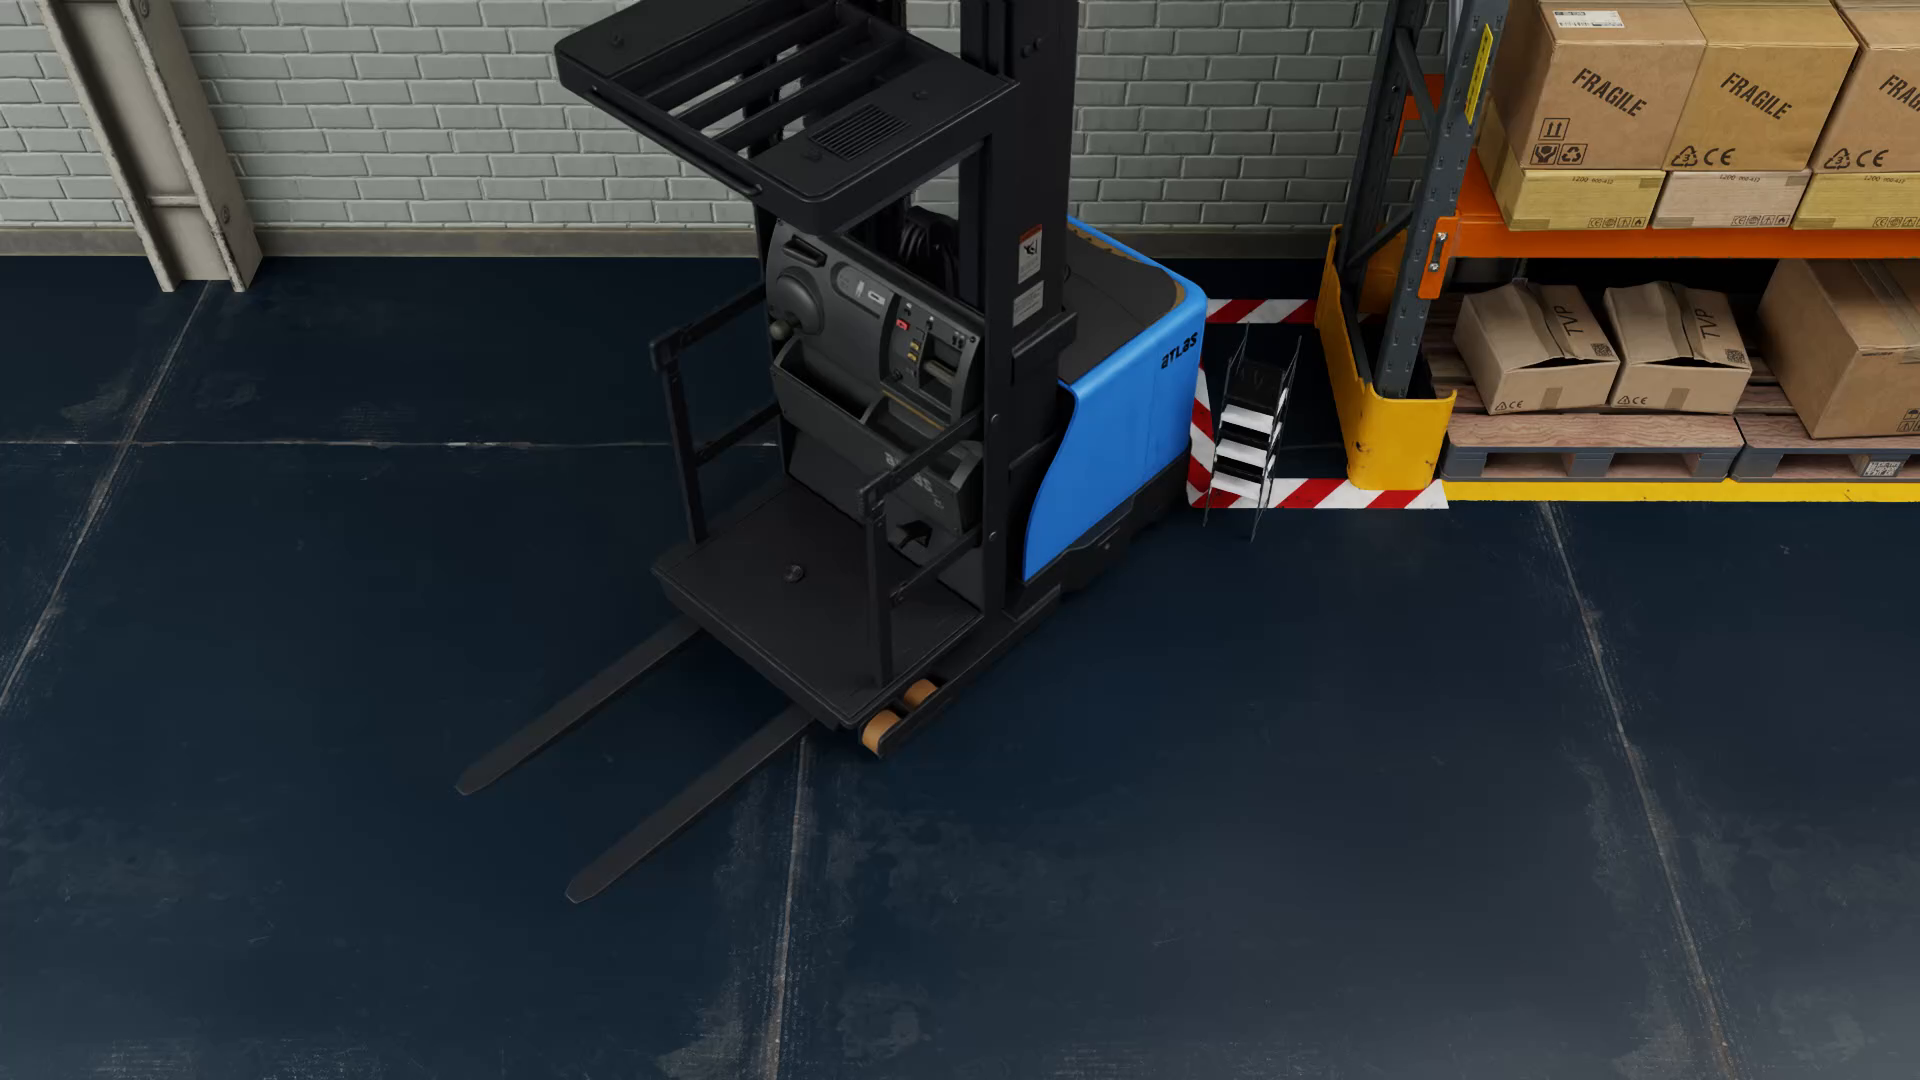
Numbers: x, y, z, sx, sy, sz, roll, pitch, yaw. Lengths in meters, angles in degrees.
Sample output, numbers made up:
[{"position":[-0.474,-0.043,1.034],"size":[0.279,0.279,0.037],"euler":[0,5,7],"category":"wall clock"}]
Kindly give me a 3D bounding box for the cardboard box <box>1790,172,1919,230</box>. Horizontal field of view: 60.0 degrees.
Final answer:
[{"position":[3.248,-1.384,6.077],"size":[0.500,0.250,0.500],"euler":[-1,47,0],"category":"cardboard box"}]

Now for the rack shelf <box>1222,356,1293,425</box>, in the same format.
[{"position":[1.137,-0.572,6.344],"size":[0.200,0.077,0.258],"euler":[18,50,16],"category":"rack shelf"}]

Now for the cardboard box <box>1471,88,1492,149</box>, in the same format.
[{"position":[2.201,-1.755,6.423],"size":[0.500,0.250,0.500],"euler":[1,47,1],"category":"cardboard box"}]

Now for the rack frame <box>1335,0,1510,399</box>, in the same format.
[{"position":[1.733,-1.658,6.244],"size":[0.127,3.000,1.000],"euler":[0,47,0],"category":"rack frame"}]

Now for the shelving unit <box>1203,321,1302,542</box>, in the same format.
[{"position":[1.137,-0.410,6.517],"size":[0.210,0.900,0.258],"euler":[18,50,16],"category":"shelving unit"}]

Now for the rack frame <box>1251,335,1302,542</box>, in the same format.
[{"position":[1.230,-0.380,6.489],"size":[0.006,0.900,0.240],"euler":[18,50,16],"category":"rack frame"}]

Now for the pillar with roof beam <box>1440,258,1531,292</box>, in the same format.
[{"position":[2.420,-1.182,1.703],"size":[0.400,9.000,9.100],"euler":[0,47,0],"category":"pillar with roof beam"}]

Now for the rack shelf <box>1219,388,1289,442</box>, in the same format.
[{"position":[1.137,-0.510,6.410],"size":[0.200,0.077,0.258],"euler":[18,50,16],"category":"rack shelf"}]

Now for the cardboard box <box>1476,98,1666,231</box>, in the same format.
[{"position":[2.220,-1.380,6.074],"size":[0.500,0.250,0.500],"euler":[-1,47,-1],"category":"cardboard box"}]

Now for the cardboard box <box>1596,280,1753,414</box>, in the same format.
[{"position":[2.994,-0.823,7.003],"size":[0.500,0.311,0.500],"euler":[4,47,3],"category":"cardboard box"}]

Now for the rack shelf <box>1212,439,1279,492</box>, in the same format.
[{"position":[1.137,-0.326,6.607],"size":[0.200,0.077,0.258],"euler":[18,50,16],"category":"rack shelf"}]

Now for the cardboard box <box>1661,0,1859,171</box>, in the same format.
[{"position":[2.703,-1.640,5.803],"size":[0.500,0.500,0.500],"euler":[0,47,0],"category":"cardboard box"}]

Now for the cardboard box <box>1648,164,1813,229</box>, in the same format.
[{"position":[2.739,-1.389,6.083],"size":[0.500,0.250,0.500],"euler":[-1,47,-1],"category":"cardboard box"}]

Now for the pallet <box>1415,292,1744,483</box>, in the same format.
[{"position":[2.621,-0.680,7.239],"size":[1.213,0.211,1.003],"euler":[0,47,0],"category":"pallet"}]

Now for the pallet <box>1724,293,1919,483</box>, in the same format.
[{"position":[3.838,-0.675,7.234],"size":[1.213,0.211,1.003],"euler":[0,47,0],"category":"pallet"}]

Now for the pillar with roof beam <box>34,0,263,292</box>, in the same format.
[{"position":[-3.580,-1.199,1.718],"size":[0.400,9.000,9.100],"euler":[0,47,0],"category":"pillar with roof beam"}]

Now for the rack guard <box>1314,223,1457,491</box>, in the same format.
[{"position":[1.809,-0.806,7.159],"size":[0.348,0.500,1.175],"euler":[0,47,0],"category":"rack guard"}]

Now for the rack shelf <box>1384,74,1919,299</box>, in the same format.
[{"position":[3.733,-1.408,6.503],"size":[4.000,0.370,1.077],"euler":[0,47,0],"category":"rack shelf"}]

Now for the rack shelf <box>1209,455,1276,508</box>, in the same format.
[{"position":[1.137,-0.265,6.673],"size":[0.200,0.077,0.258],"euler":[18,50,16],"category":"rack shelf"}]

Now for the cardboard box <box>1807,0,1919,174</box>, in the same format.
[{"position":[3.220,-1.634,5.798],"size":[0.500,0.500,0.500],"euler":[-1,47,-1],"category":"cardboard box"}]

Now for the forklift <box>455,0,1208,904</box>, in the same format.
[{"position":[-0.442,-0.647,5.350],"size":[1.130,2.935,3.031],"euler":[35,56,28],"category":"forklift"}]

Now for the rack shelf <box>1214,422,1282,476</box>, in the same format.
[{"position":[1.137,-0.388,6.541],"size":[0.200,0.077,0.258],"euler":[18,50,16],"category":"rack shelf"}]

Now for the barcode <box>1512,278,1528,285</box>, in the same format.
[{"position":[2.444,-1.120,7.274],"size":[0.075,0.075,0.001],"euler":[0,47,0],"category":"barcode"}]

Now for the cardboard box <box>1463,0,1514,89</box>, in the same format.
[{"position":[2.205,-2.024,6.161],"size":[0.500,0.500,0.500],"euler":[0,47,0],"category":"cardboard box"}]

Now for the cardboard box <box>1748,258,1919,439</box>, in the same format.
[{"position":[3.728,-0.849,6.898],"size":[0.500,0.500,0.700],"euler":[-3,47,-2],"category":"cardboard box"}]

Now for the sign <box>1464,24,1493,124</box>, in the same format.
[{"position":[1.731,-1.556,5.558],"size":[0.005,0.325,0.100],"euler":[0,47,0],"category":"sign"}]

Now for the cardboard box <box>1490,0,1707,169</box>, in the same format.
[{"position":[2.209,-1.648,5.811],"size":[0.500,0.500,0.500],"euler":[0,47,0],"category":"cardboard box"}]

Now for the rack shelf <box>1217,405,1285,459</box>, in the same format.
[{"position":[1.137,-0.449,6.476],"size":[0.200,0.077,0.258],"euler":[18,50,16],"category":"rack shelf"}]

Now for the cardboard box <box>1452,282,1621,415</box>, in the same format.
[{"position":[2.424,-0.824,7.004],"size":[0.500,0.311,0.500],"euler":[-5,47,-4],"category":"cardboard box"}]

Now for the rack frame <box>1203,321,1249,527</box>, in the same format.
[{"position":[1.044,-0.440,6.545],"size":[0.006,0.900,0.240],"euler":[18,50,16],"category":"rack frame"}]
